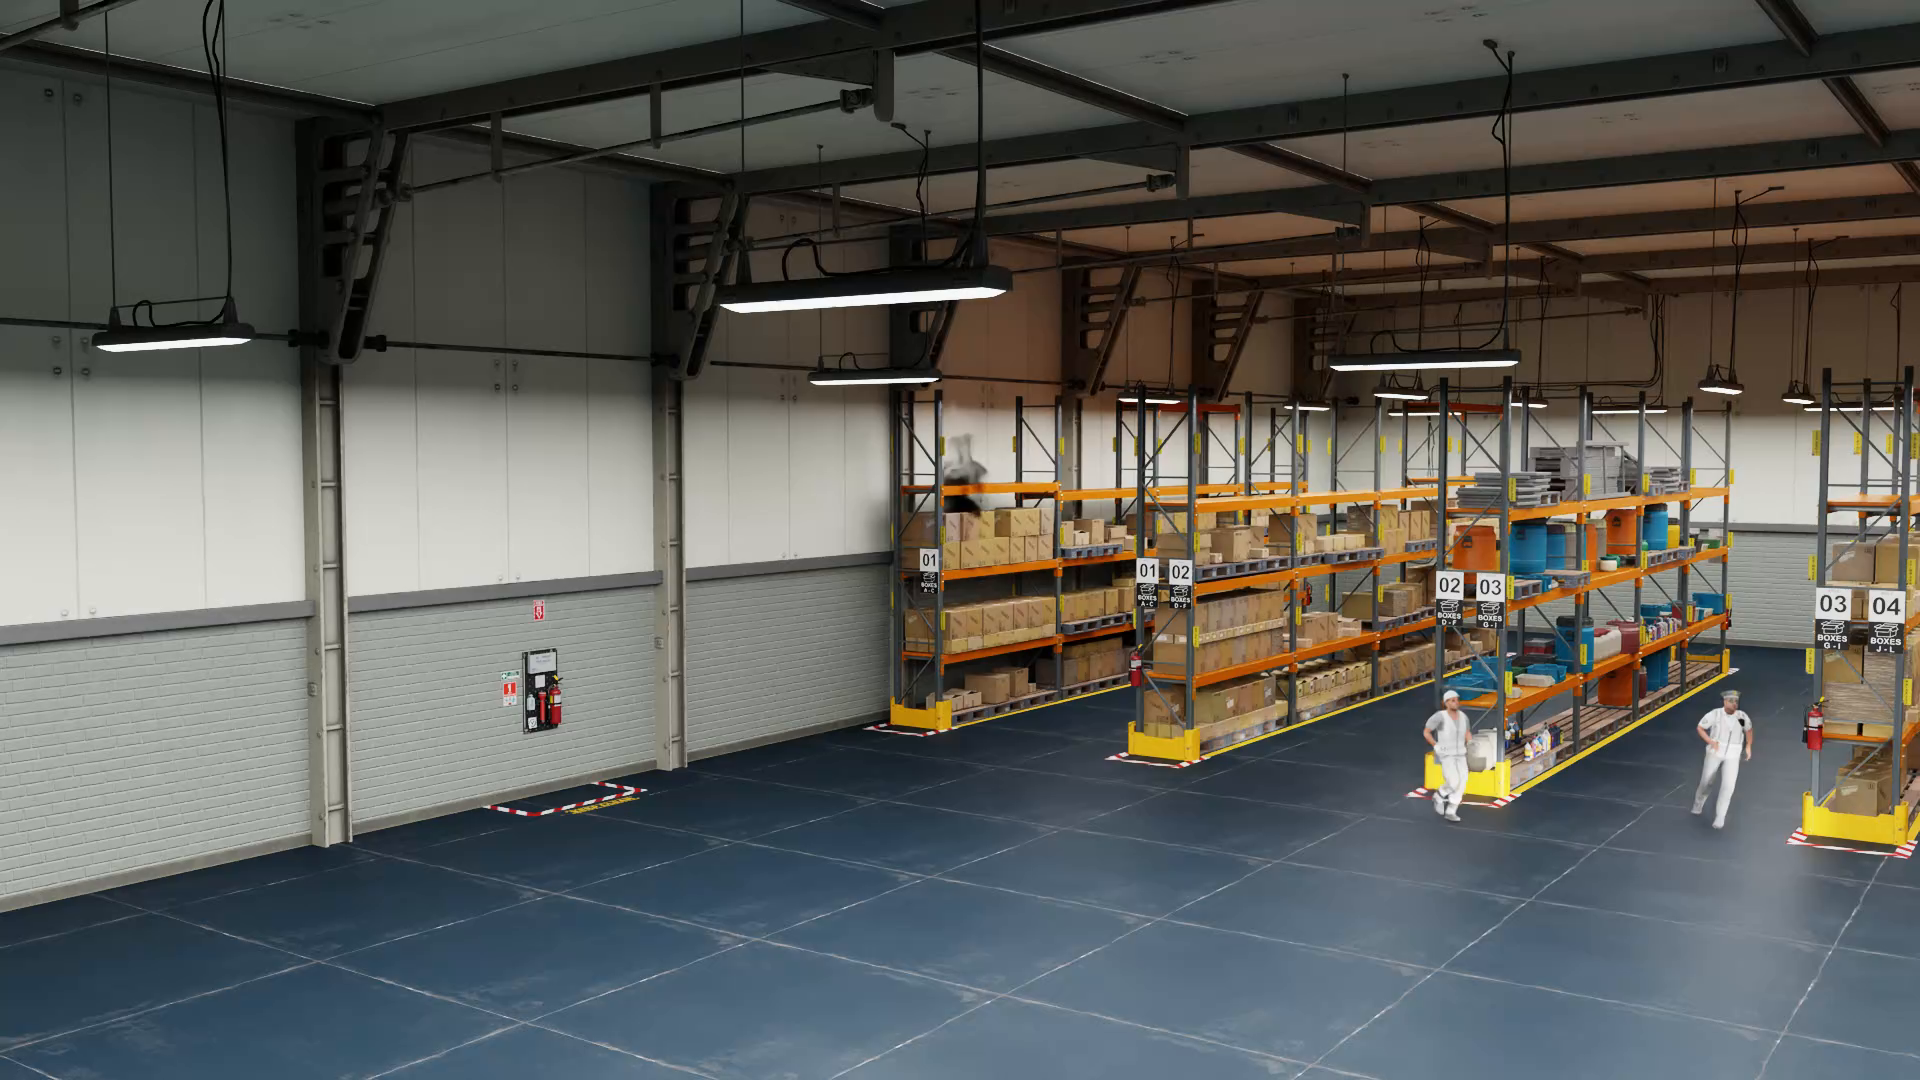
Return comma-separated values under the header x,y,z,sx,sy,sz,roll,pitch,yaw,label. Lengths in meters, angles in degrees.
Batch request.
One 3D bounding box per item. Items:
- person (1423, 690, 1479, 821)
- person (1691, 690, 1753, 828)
x,y,z,sx,sy,sz,roll,pitch,yaw,label
6.574,2.881,22.224,0.680,1.746,0.594,-1,3,-18,person
10.177,2.887,22.144,0.739,1.805,0.854,1,3,18,person
